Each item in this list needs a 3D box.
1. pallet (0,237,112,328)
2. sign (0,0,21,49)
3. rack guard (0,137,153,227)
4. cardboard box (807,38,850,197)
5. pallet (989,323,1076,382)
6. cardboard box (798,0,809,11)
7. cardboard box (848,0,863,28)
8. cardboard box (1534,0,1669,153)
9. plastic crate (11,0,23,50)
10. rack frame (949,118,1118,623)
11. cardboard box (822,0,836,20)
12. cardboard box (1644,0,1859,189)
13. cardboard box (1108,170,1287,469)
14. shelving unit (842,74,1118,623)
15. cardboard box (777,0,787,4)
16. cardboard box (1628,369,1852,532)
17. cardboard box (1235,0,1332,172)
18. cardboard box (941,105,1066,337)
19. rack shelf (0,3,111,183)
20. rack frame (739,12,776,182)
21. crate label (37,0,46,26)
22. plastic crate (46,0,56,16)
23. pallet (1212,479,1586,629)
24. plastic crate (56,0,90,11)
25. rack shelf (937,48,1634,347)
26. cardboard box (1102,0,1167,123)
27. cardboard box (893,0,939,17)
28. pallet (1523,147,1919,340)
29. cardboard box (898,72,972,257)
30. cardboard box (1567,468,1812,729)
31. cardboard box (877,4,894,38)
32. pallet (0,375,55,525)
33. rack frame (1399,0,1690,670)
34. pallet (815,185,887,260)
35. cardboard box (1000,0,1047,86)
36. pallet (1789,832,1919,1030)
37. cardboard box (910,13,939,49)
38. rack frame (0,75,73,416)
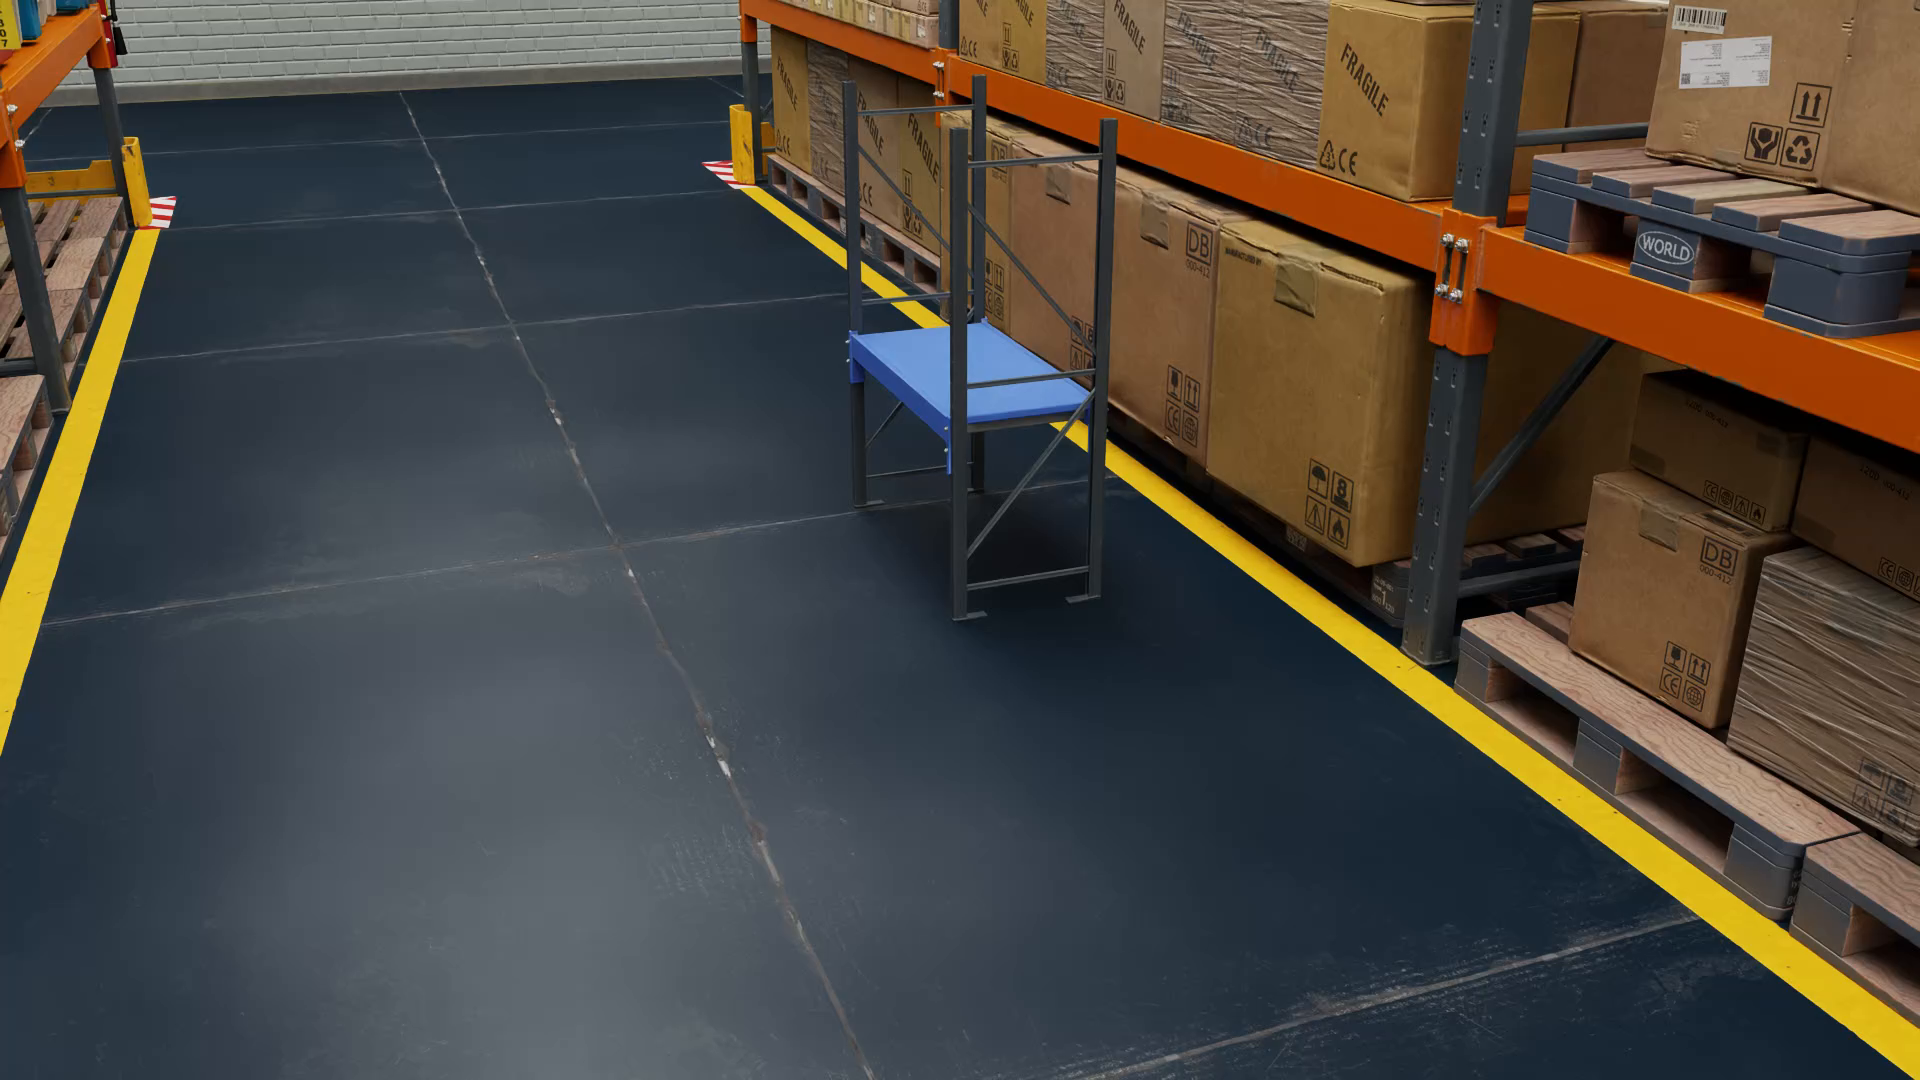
[{"bbox_3d":[-4.977,-1.290,8.538,1.003,0.211,1.213,-8,24,-19],"label":"pallet"},{"bbox_3d":[-3.731,-2.071,6.446,0.100,0.325,0.005,-8,24,-19],"label":"sign"},{"bbox_3d":[-5.680,-2.177,10.272,1.175,0.500,0.348,-8,24,-19],"label":"rack guard"},{"bbox_3d":[-0.403,-2.664,10.403,0.875,0.875,0.875,-8,24,-19],"label":"cardboard box"},{"bbox_3d":[0.731,-0.993,7.835,1.003,0.211,1.213,-8,24,-19],"label":"pallet"},{"bbox_3d":[-0.752,-3.245,9.910,0.380,0.149,0.250,-9,24,-20],"label":"cardboard box"},{"bbox_3d":[-0.391,-2.872,9.026,0.380,0.149,0.250,-8,24,-18],"label":"cardboard box"},{"bbox_3d":[1.883,-1.355,4.974,0.500,0.500,0.500,-8,24,-17],"label":"cardboard box"},{"bbox_3d":[-4.613,-2.422,7.710,0.437,0.282,0.530,-8,24,-19],"label":"plastic crate"},{"bbox_3d":[0.210,-0.475,4.947,0.500,1.500,0.032,-8,24,-19],"label":"rack frame"},{"bbox_3d":[-0.570,-3.058,9.467,0.380,0.149,0.250,-8,24,-18],"label":"cardboard box"},{"bbox_3d":[2.029,-1.144,3.932,0.500,0.500,0.500,-12,25,-25],"label":"cardboard box"},{"bbox_3d":[1.269,-0.888,6.190,1.225,0.875,0.875,-8,24,-19],"label":"cardboard box"},{"bbox_3d":[0.030,-0.660,5.385,0.538,1.500,1.048,-8,24,-19],"label":"shelving unit"},{"bbox_3d":[-0.933,-3.431,10.352,0.380,0.149,0.250,-9,24,-20],"label":"cardboard box"},{"bbox_3d":[2.065,-0.252,4.172,0.500,0.250,0.500,-7,24,-17],"label":"cardboard box"},{"bbox_3d":[1.224,-1.468,5.243,0.500,0.500,0.500,-9,24,-19],"label":"cardboard box"},{"bbox_3d":[0.632,-1.533,7.720,1.225,0.875,0.875,-8,24,-19],"label":"cardboard box"},{"bbox_3d":[-4.953,-2.264,8.186,1.077,0.370,4.000,-8,24,-19],"label":"rack shelf"},{"bbox_3d":[-1.026,-4.002,11.383,1.000,3.000,0.127,-8,24,-19],"label":"rack frame"},{"bbox_3d":[-4.992,-2.752,8.679,0.396,0.136,0.243,-8,24,-19],"label":"crate label"},{"bbox_3d":[-5.202,-2.957,9.166,0.396,0.136,0.243,-8,24,-19],"label":"plastic crate"},{"bbox_3d":[1.593,-0.107,5.732,1.003,0.211,1.213,-8,24,-19],"label":"pallet"},{"bbox_3d":[-5.366,-3.270,9.524,0.616,0.435,0.499,-8,24,-19],"label":"plastic crate"},{"bbox_3d":[1.094,-1.490,6.350,1.077,0.370,4.000,-8,24,-19],"label":"rack shelf"},{"bbox_3d":[0.858,-1.842,6.128,0.500,0.500,0.500,-8,24,-18],"label":"cardboard box"},{"bbox_3d":[-0.014,-2.741,8.201,0.500,0.250,0.500,-9,24,-20],"label":"cardboard box"},{"bbox_3d":[2.152,-0.762,3.943,1.213,0.211,1.003,-8,24,-19],"label":"pallet"},{"bbox_3d":[0.229,-2.014,8.860,0.875,0.875,0.875,-8,24,-19],"label":"cardboard box"},{"bbox_3d":[2.056,0.095,4.315,0.700,0.500,0.500,-10,25,-22],"label":"cardboard box"},{"bbox_3d":[-0.208,-2.685,8.582,0.380,0.149,0.250,-9,24,-20],"label":"cardboard box"},{"bbox_3d":[-4.013,-0.298,6.185,1.003,0.211,1.213,-8,24,-19],"label":"pallet"},{"bbox_3d":[1.801,-1.095,4.486,1.000,3.000,0.127,-8,24,-19],"label":"rack frame"},{"bbox_3d":[-0.243,-1.994,10.210,1.003,0.211,1.213,-8,24,-19],"label":"pallet"},{"bbox_3d":[0.495,-2.210,7.004,0.500,0.500,0.500,-8,24,-19],"label":"cardboard box"},{"bbox_3d":[2.502,0.917,3.303,1.003,0.211,1.213,-8,24,-19],"label":"pallet"},{"bbox_3d":[-0.027,-2.498,8.139,0.380,0.149,0.250,-8,24,-19],"label":"cardboard box"},{"bbox_3d":[-4.246,-1.869,6.322,1.000,3.000,0.127,-8,24,-19],"label":"rack frame"}]
